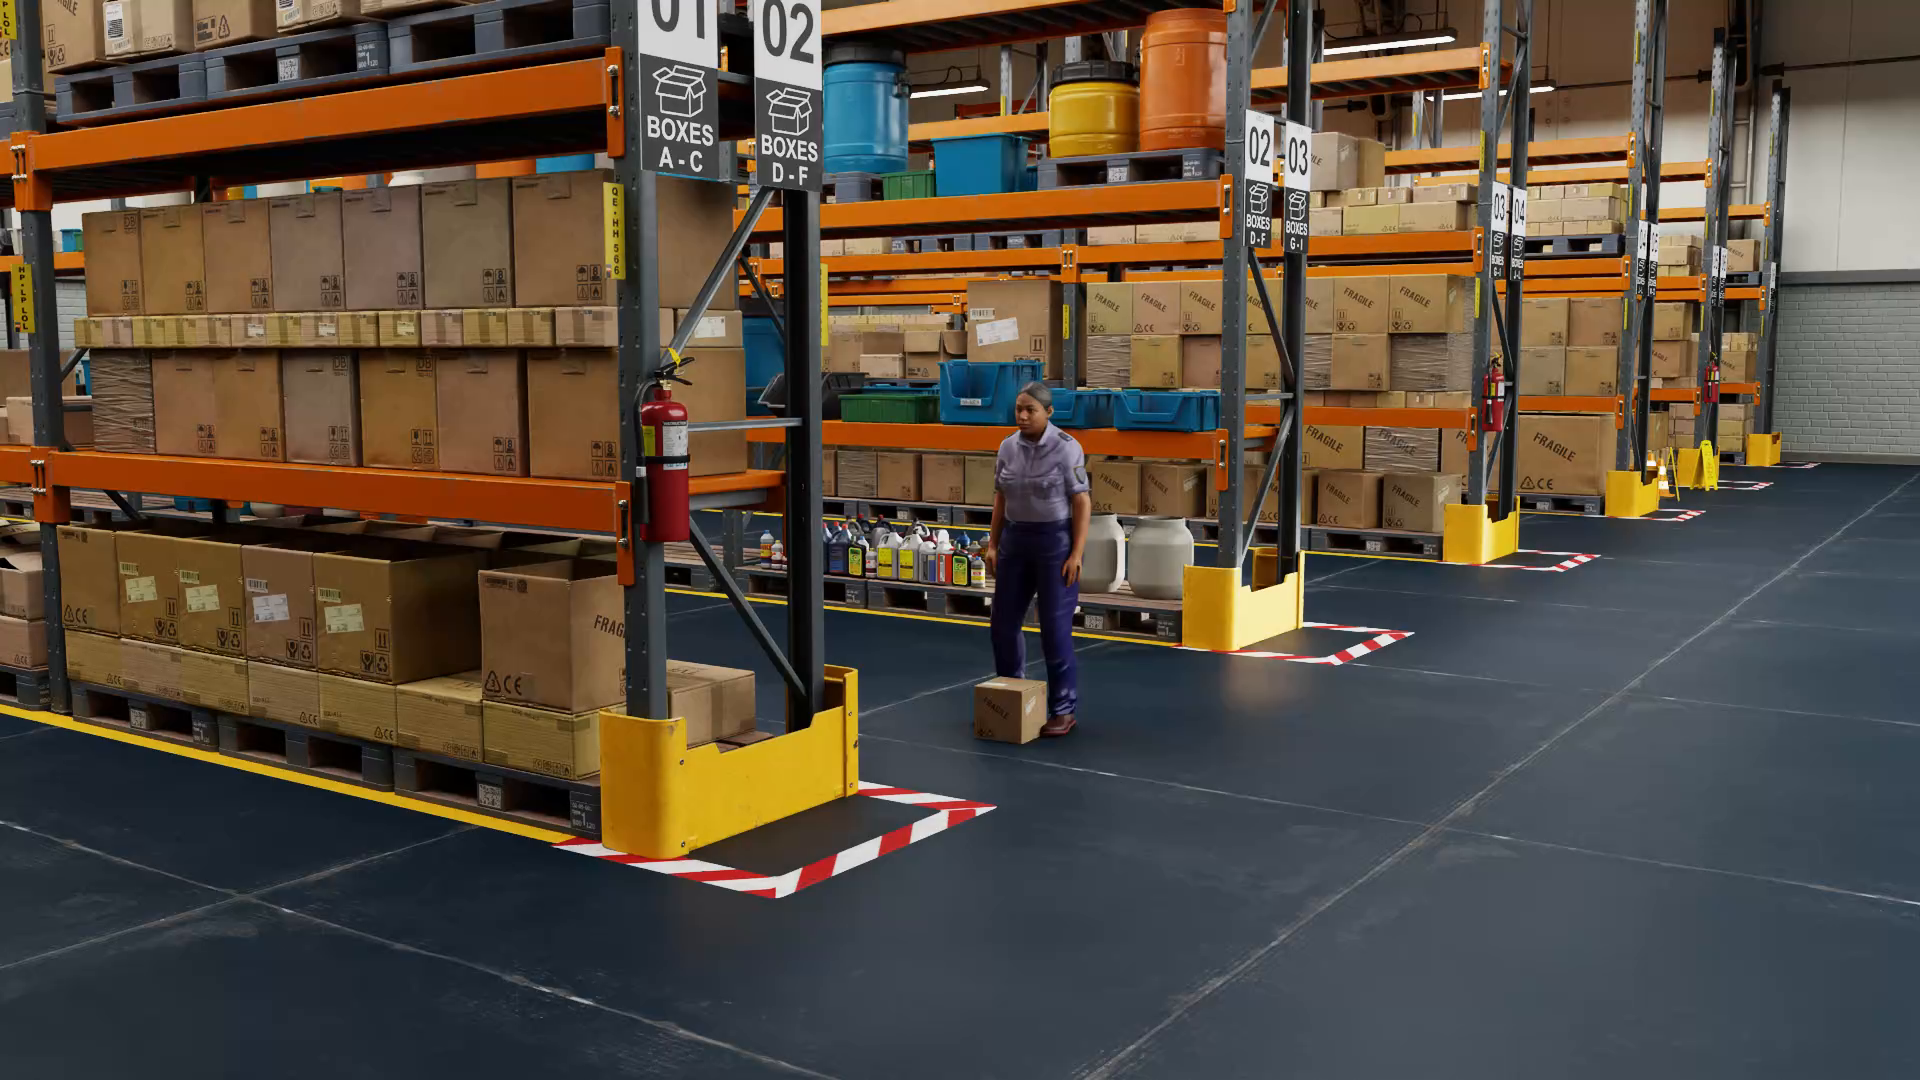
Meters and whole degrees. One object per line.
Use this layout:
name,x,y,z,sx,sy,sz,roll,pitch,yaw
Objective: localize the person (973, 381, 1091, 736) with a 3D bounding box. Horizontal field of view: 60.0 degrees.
person,0.363,0.081,7.880,0.538,1.638,0.371,4,8,34
